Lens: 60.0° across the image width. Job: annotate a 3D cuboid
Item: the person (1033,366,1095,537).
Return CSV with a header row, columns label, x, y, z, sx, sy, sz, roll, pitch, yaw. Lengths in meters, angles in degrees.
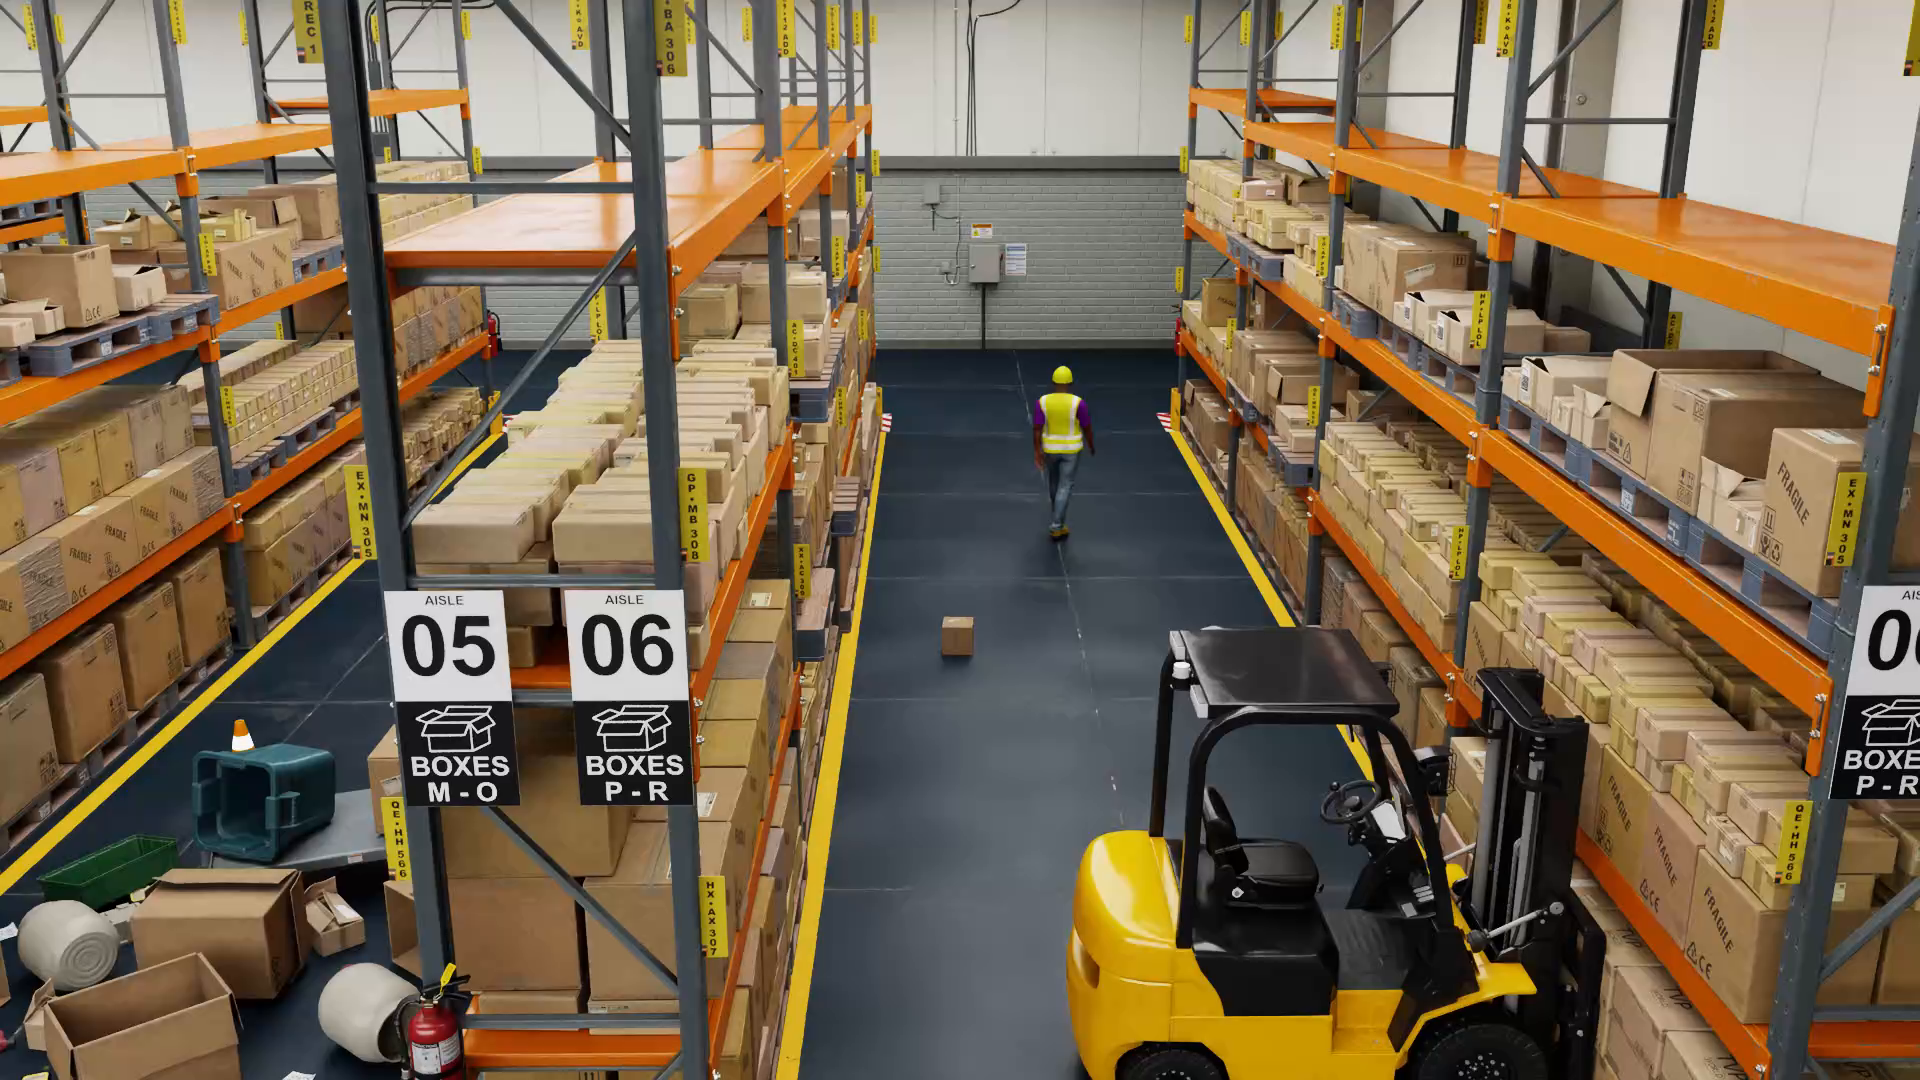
label,x,y,z,sx,sy,sz,roll,pitch,yaw
person,1.094,-0.967,17.126,0.580,1.708,1.002,6,18,20
